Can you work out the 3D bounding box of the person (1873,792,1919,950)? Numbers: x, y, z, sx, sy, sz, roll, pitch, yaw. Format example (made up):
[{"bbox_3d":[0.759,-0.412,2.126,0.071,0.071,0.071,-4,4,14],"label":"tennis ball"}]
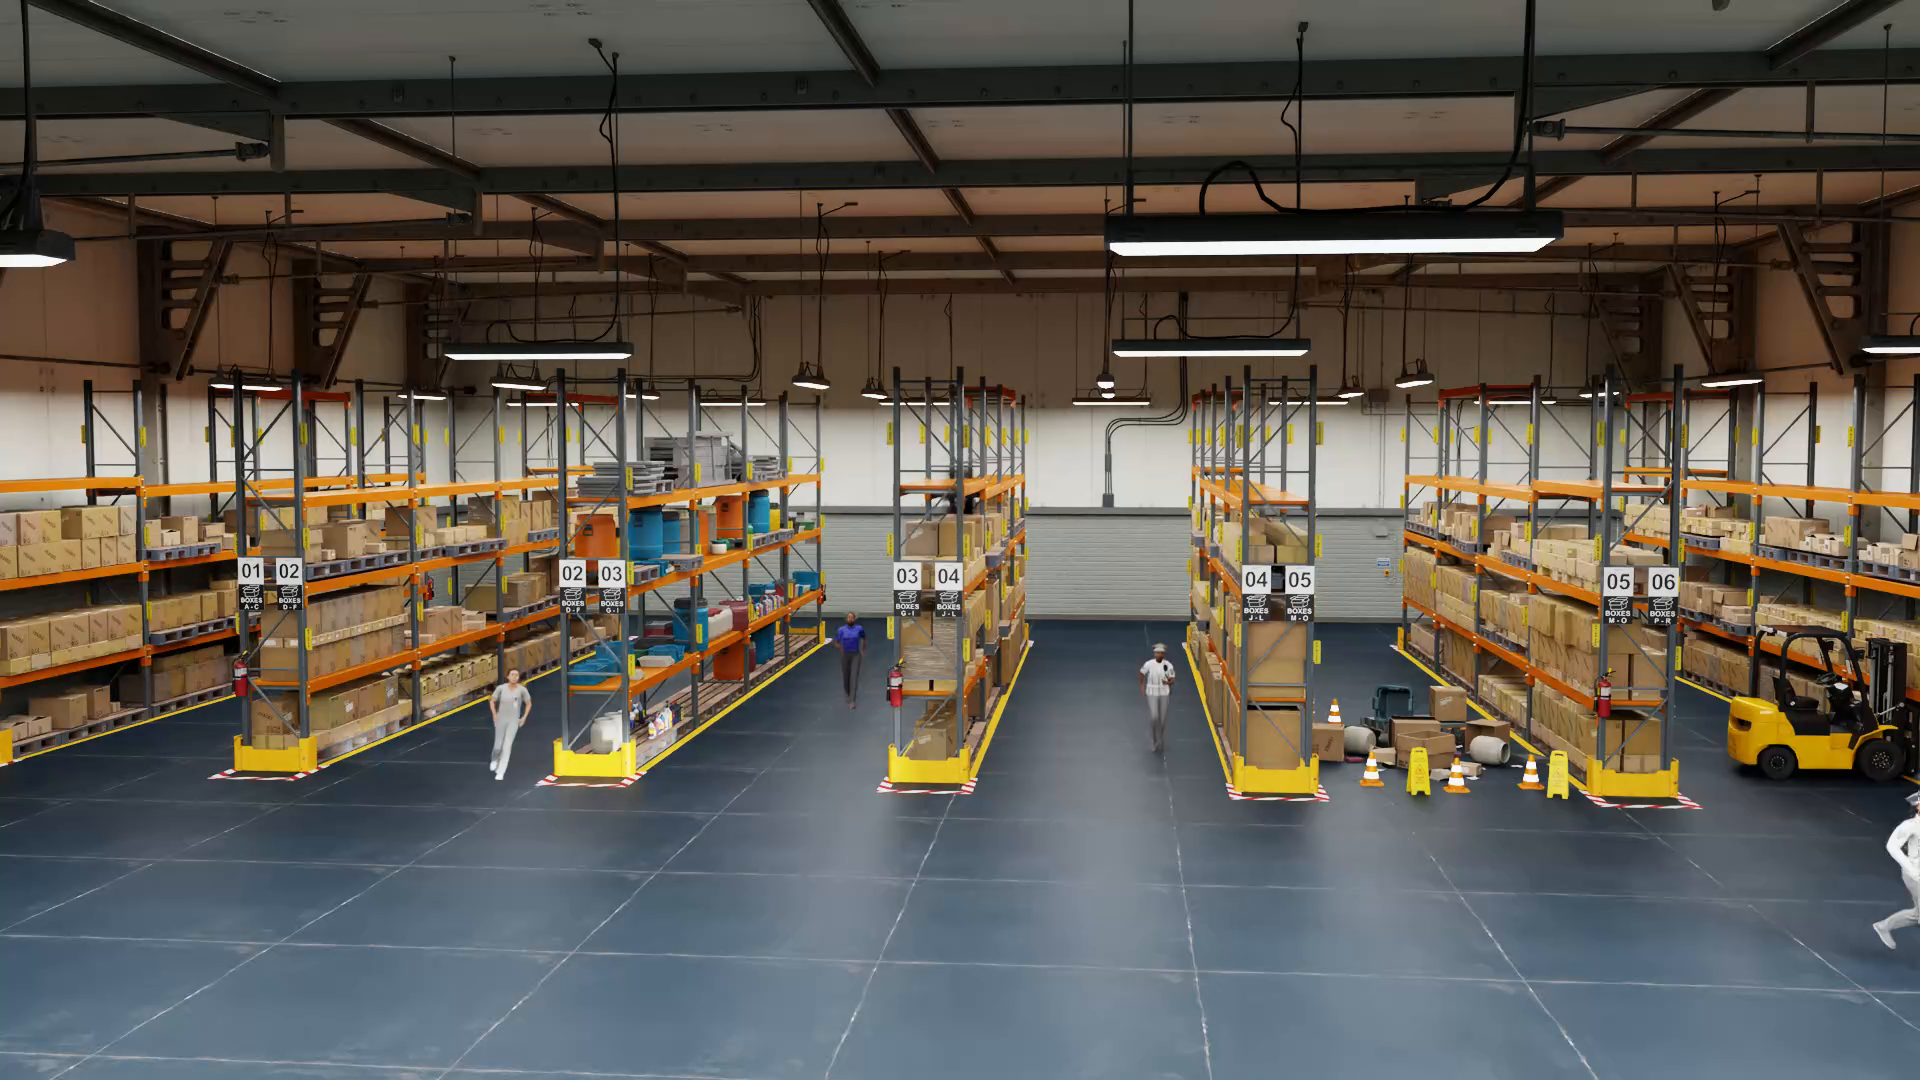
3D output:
[{"bbox_3d":[9.065,3.189,15.739,0.625,1.703,0.814,-2,4,-33],"label":"person"}]

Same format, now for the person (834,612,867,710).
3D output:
[{"bbox_3d":[-1.909,2.088,29.149,0.579,1.671,0.784,0,4,-5],"label":"person"}]

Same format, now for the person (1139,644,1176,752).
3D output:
[{"bbox_3d":[3.159,2.514,26.547,0.543,1.741,0.725,0,4,-3],"label":"person"}]

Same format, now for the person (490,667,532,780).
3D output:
[{"bbox_3d":[-6.614,2.718,24.479,0.611,1.530,0.614,-1,4,-16],"label":"person"}]
